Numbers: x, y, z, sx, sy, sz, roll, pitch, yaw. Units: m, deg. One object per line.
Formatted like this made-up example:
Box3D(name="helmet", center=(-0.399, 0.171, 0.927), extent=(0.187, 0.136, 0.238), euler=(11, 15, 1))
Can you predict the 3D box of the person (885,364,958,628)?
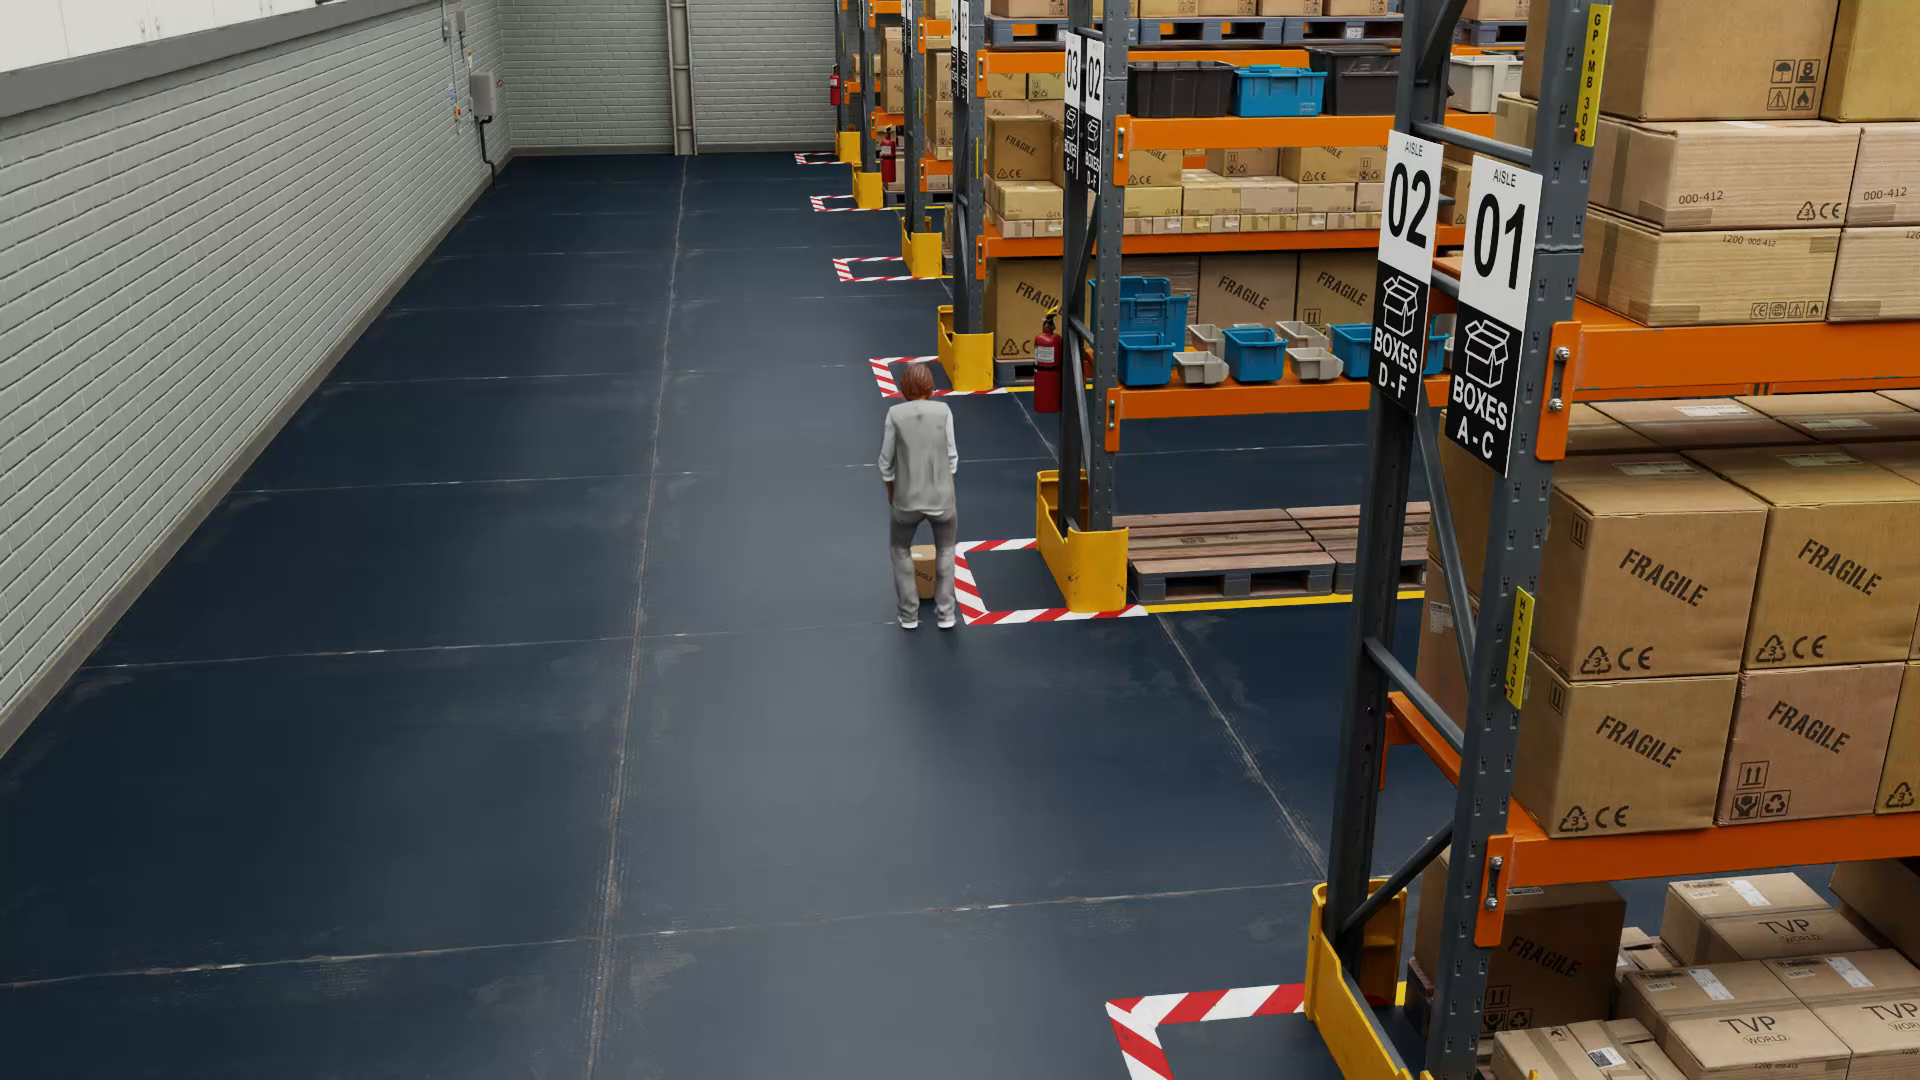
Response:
Box3D(name="person", center=(-0.226, -0.224, 9.373), extent=(0.427, 1.483, 0.447), euler=(-1, 20, -3))
